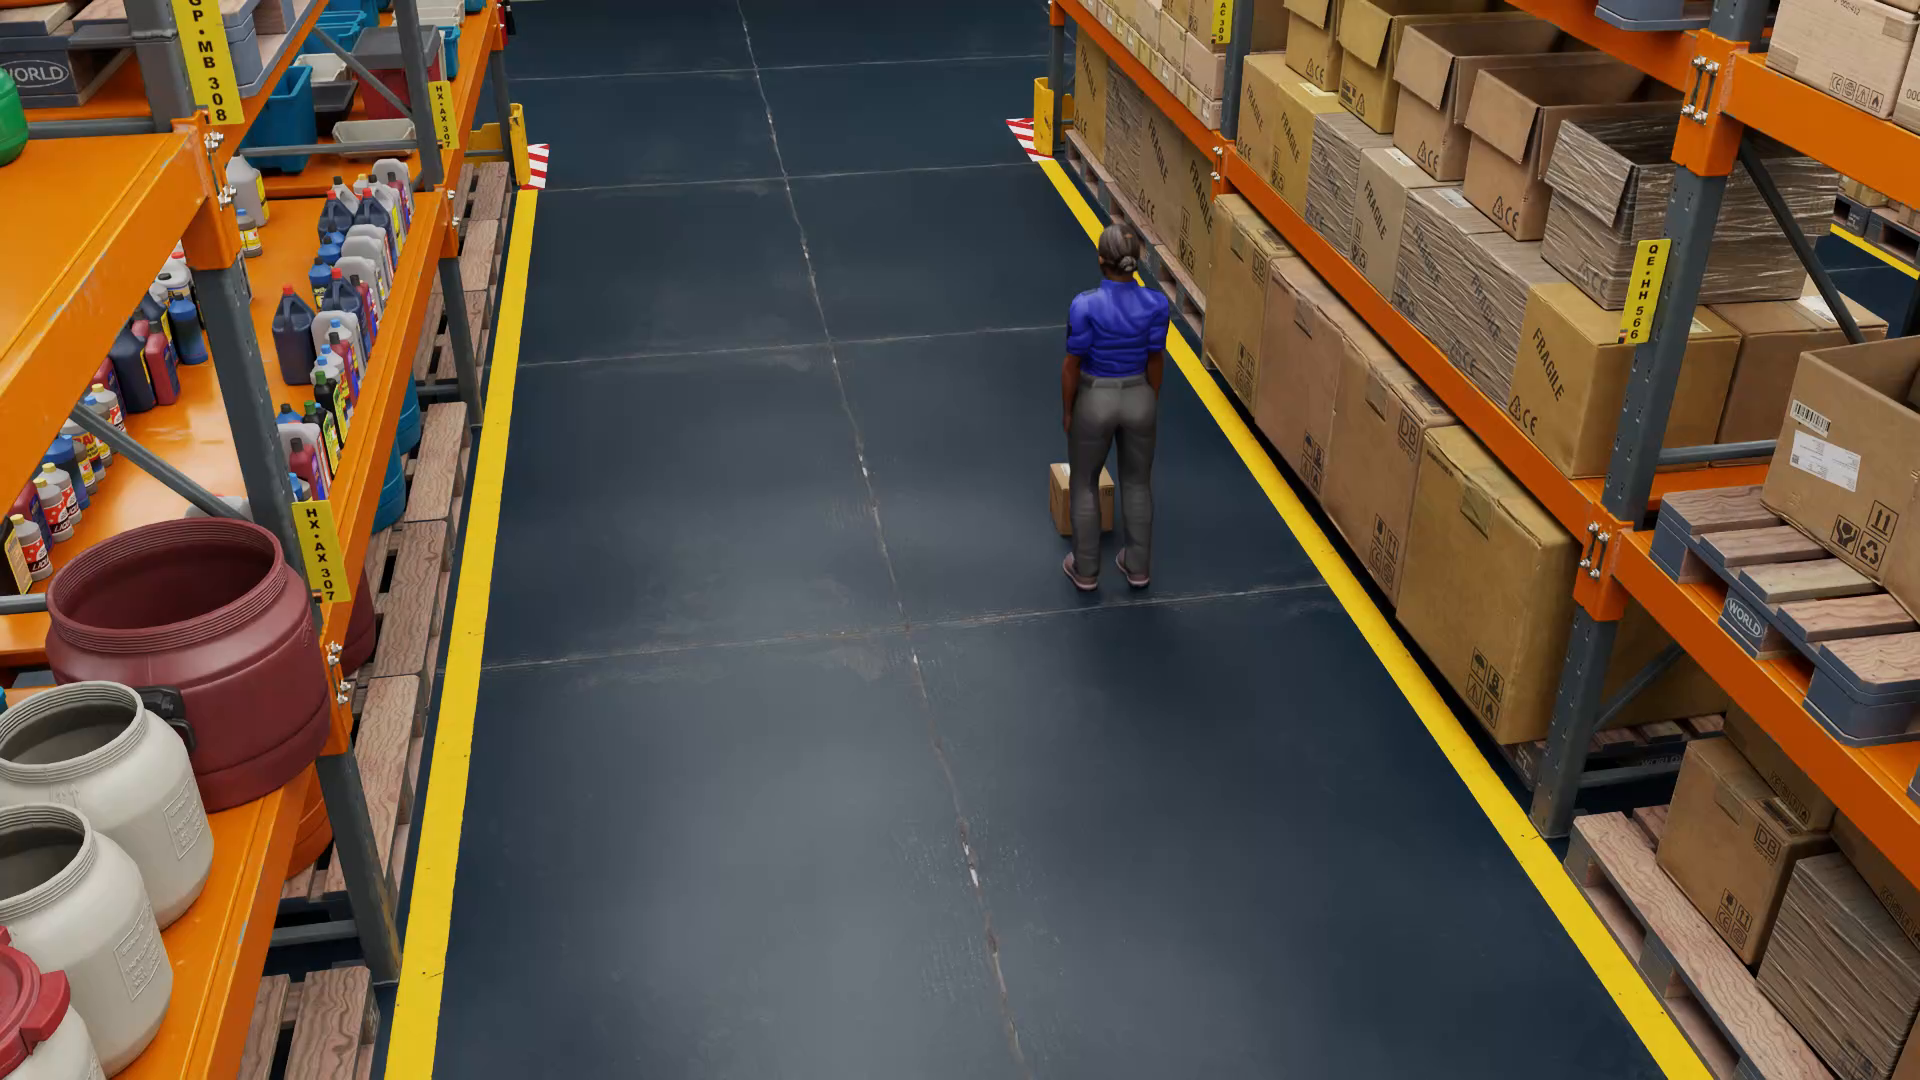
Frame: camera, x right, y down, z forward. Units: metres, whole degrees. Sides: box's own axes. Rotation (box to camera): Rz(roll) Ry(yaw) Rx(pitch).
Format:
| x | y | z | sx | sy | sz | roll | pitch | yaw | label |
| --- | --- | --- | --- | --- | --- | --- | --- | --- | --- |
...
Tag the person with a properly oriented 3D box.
| x | y | z | sx | sy | sz | roll | pitch | yaw | label |
| --- | --- | --- | --- | --- | --- | --- | --- | --- | --- |
| 0.638 | -0.551 | 7.066 | 0.438 | 1.656 | 0.300 | -5 | 31 | -8 | person |
